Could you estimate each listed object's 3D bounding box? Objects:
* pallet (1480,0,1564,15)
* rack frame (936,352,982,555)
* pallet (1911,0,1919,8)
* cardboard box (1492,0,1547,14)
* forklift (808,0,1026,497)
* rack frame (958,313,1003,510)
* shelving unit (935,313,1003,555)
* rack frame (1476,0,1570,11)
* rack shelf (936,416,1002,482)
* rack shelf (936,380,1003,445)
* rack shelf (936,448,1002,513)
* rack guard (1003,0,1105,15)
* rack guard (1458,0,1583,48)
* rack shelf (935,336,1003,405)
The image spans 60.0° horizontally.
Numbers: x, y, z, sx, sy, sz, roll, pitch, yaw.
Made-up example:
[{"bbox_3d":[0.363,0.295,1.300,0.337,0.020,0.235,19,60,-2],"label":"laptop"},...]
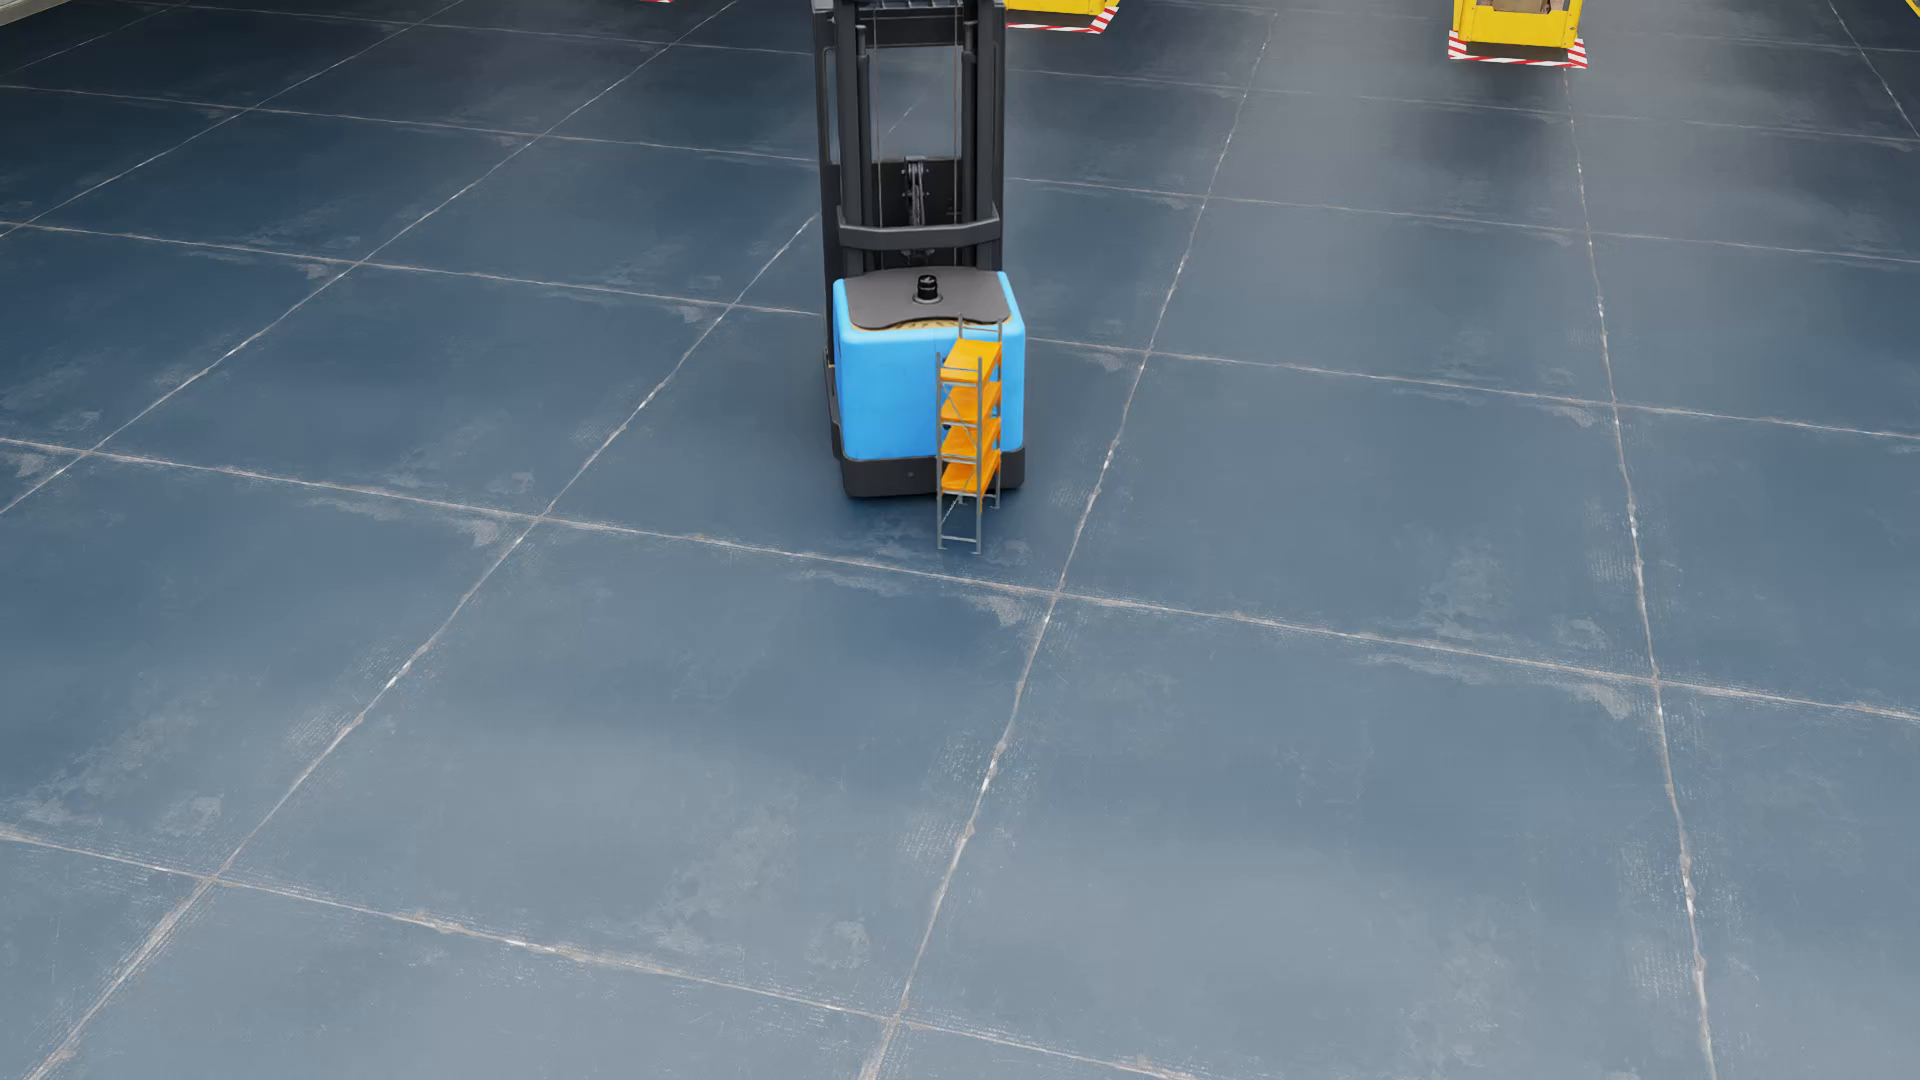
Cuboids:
[{"bbox_3d":[6.099,-5.783,18.150,1.003,0.211,1.213,8,33,12],"label":"pallet"},{"bbox_3d":[-0.005,-0.443,8.828,0.240,1.200,0.015,7,33,11],"label":"rack frame"},{"bbox_3d":[11.358,-6.291,18.949,1.003,0.211,1.213,8,33,12],"label":"pallet"},{"bbox_3d":[6.014,-5.948,17.749,0.500,0.500,0.500,14,35,21],"label":"cardboard box"},{"bbox_3d":[-0.315,-2.255,10.064,1.130,2.935,3.031,-4,33,-6],"label":"forklift"},{"bbox_3d":[0.109,-0.697,9.228,0.240,1.200,0.015,7,33,11],"label":"rack frame"},{"bbox_3d":[0.052,-0.570,9.028,0.258,1.200,0.503,7,33,11],"label":"shelving unit"},{"bbox_3d":[5.840,-6.504,16.685,1.000,3.000,0.127,8,33,12],"label":"rack frame"},{"bbox_3d":[0.052,-0.513,9.064,0.258,0.148,0.480,7,33,11],"label":"rack shelf"},{"bbox_3d":[0.052,-0.702,8.944,0.258,0.148,0.480,7,33,11],"label":"rack shelf"},{"bbox_3d":[0.052,-0.346,9.171,0.258,0.148,0.480,7,33,11],"label":"rack shelf"},{"bbox_3d":[1.022,-6.169,18.488,1.175,0.500,0.348,8,33,12],"label":"rack guard"},{"bbox_3d":[5.859,-5.488,17.417,1.175,0.500,0.348,8,33,12],"label":"rack guard"},{"bbox_3d":[0.052,-0.902,8.817,0.258,0.148,0.480,7,33,11],"label":"rack shelf"}]
